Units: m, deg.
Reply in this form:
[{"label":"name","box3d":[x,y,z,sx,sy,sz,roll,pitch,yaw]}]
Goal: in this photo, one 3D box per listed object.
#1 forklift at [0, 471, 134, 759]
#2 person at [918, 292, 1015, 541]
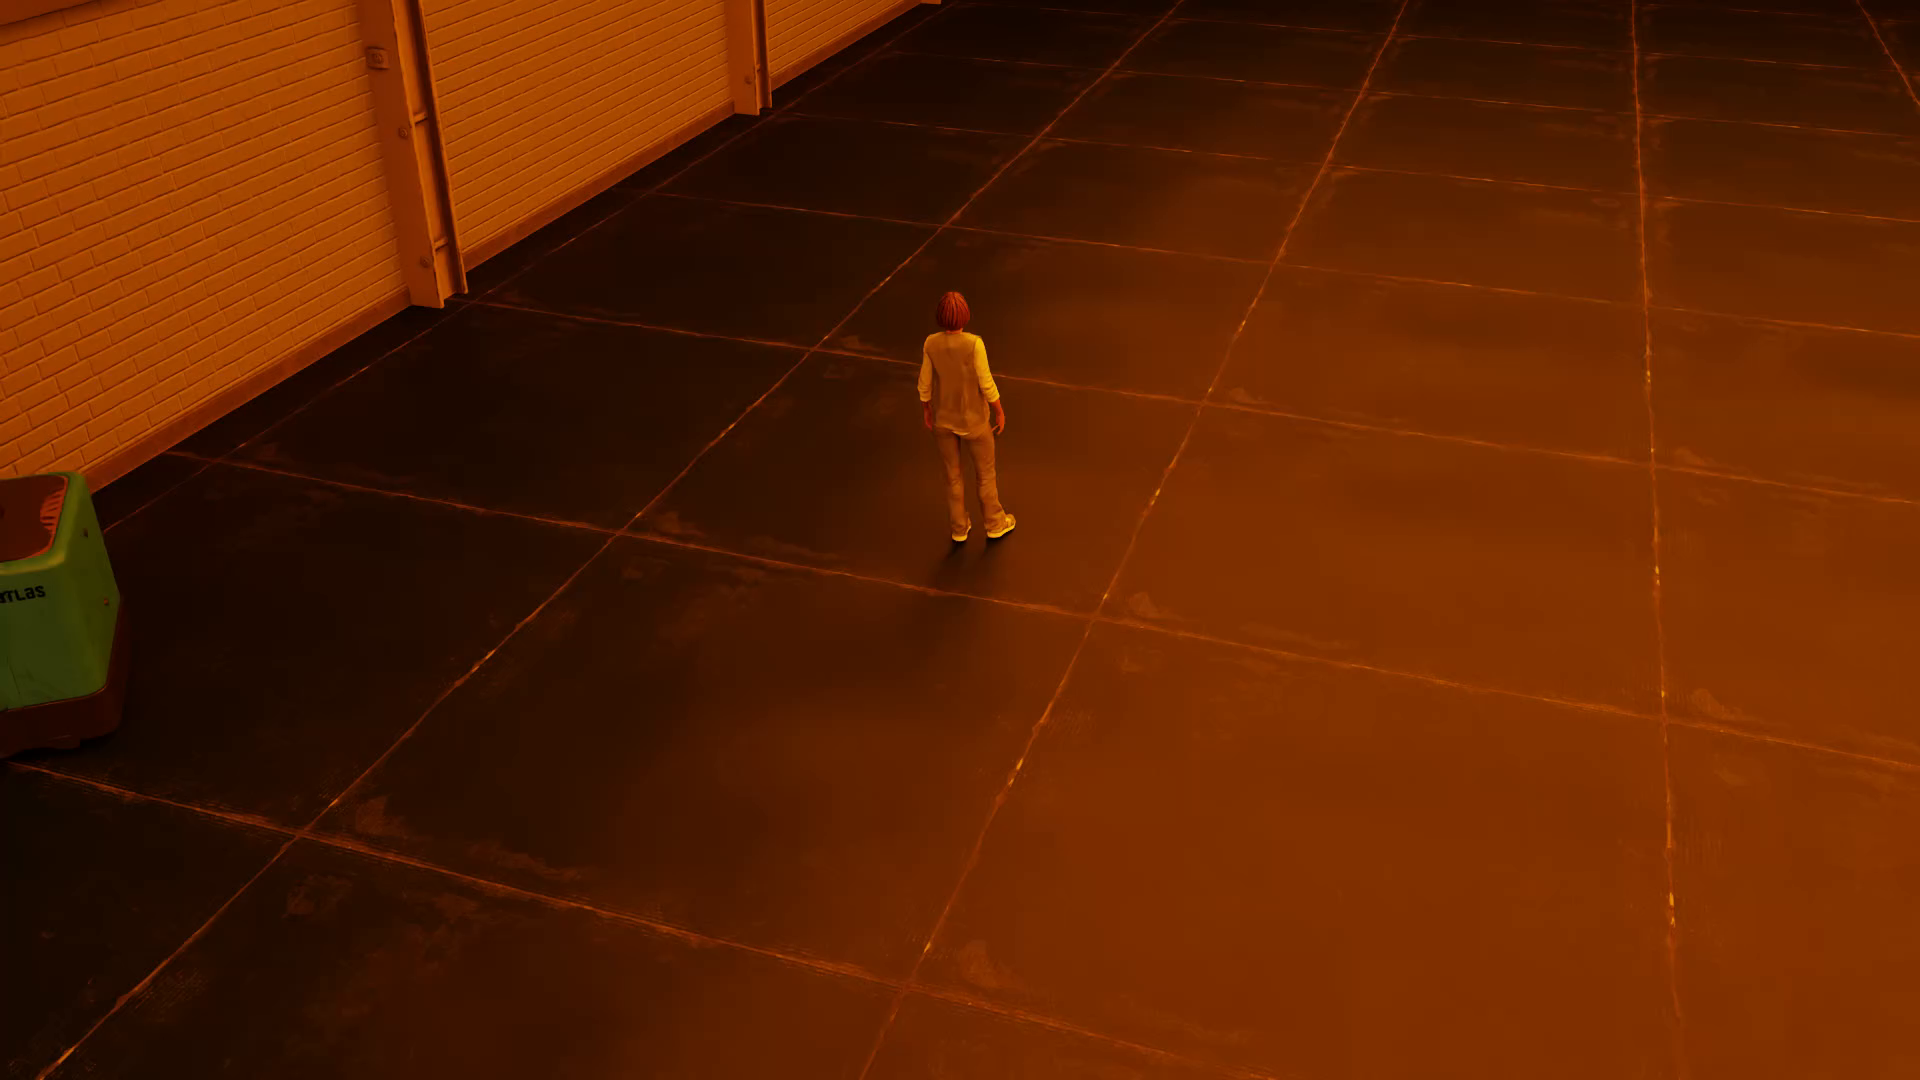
[{"label":"forklift","box3d":[-5.782,-0.248,7.572,3.031,2.935,1.130,-10,31,-17]},{"label":"person","box3d":[0.037,-0.732,9.753,0.520,1.597,0.475,10,31,16]}]
